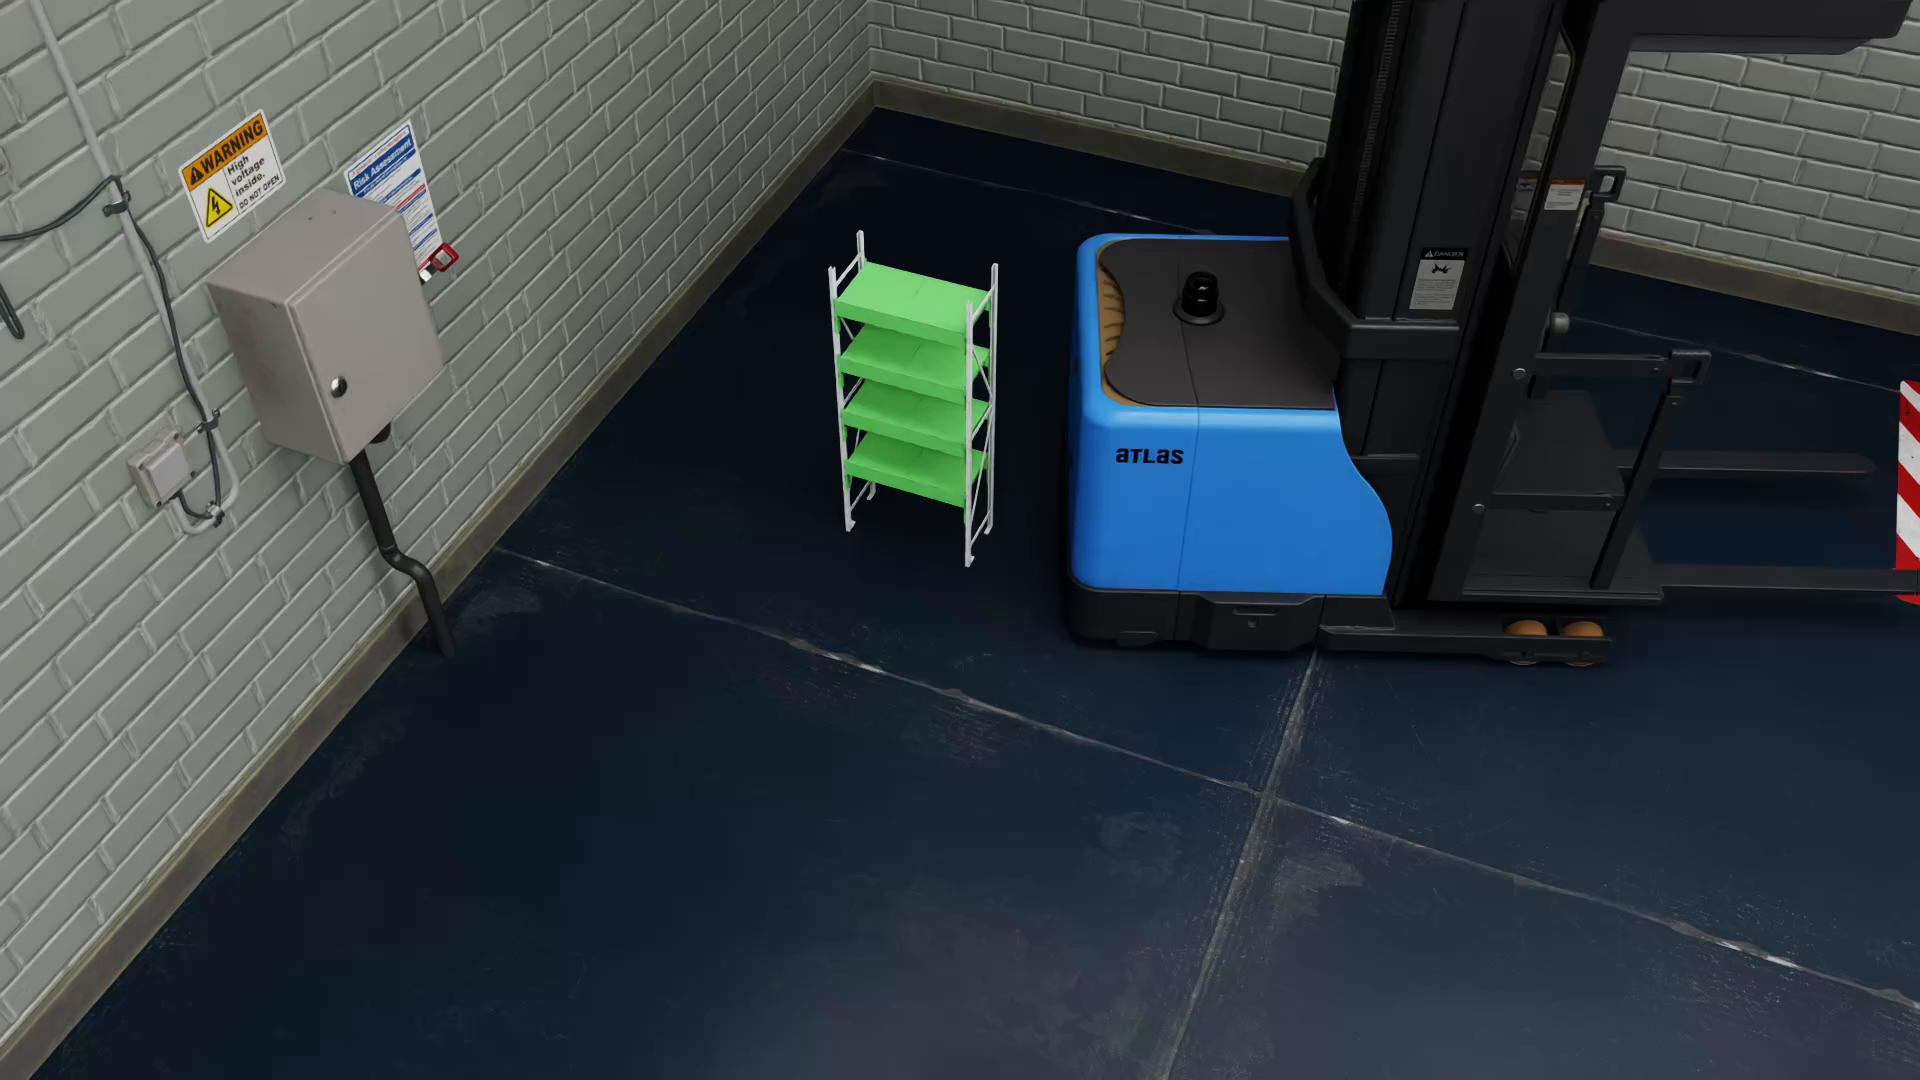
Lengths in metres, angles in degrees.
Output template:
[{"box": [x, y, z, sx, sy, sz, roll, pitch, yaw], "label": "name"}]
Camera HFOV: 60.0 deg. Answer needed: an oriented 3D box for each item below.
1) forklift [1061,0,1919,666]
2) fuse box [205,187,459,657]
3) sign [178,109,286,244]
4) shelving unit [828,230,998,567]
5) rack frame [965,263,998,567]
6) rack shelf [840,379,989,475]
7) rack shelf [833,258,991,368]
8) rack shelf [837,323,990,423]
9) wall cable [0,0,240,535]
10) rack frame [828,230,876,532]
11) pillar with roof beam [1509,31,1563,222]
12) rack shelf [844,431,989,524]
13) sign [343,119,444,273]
[{"box": [1.896, -0.982, 5.159, 3.031, 2.935, 1.130, 1, 45, 1], "label": "forklift"}, {"box": [-1.768, -0.224, 5.262, 0.414, 1.711, 0.539, 16, 47, 16], "label": "fuse box"}, {"box": [-1.980, -0.994, 4.537, 0.001, 0.242, 0.339, 16, 47, 16], "label": "sign"}, {"box": [-0.153, -0.470, 5.872, 0.503, 1.200, 0.258, 16, 47, 16], "label": "shelving unit"}, {"box": [0.072, -0.404, 5.805, 0.015, 1.200, 0.240, 16, 47, 16], "label": "rack frame"}, {"box": [-0.153, -0.425, 5.917, 0.480, 0.148, 0.258, 16, 47, 16], "label": "rack shelf"}, {"box": [-0.153, -0.765, 5.578, 0.480, 0.148, 0.258, 16, 47, 16], "label": "rack shelf"}, {"box": [-0.153, -0.595, 5.748, 0.480, 0.148, 0.258, 16, 47, 16], "label": "rack shelf"}, {"box": [-2.176, -0.640, 4.046, 0.122, 1.984, 0.588, 16, 47, 16], "label": "wall cable"}, {"box": [-0.378, -0.537, 5.939, 0.015, 1.200, 0.240, 16, 47, 16], "label": "rack frame"}, {"box": [0.611, -1.712, 1.591, 0.400, 9.000, 9.100, 16, 47, 16], "label": "pillar with roof beam"}, {"box": [-0.153, -0.255, 6.086, 0.480, 0.148, 0.258, 16, 47, 16], "label": "rack shelf"}, {"box": [-1.769, -1.025, 5.221, 0.001, 0.494, 0.329, 16, 47, 16], "label": "sign"}]
